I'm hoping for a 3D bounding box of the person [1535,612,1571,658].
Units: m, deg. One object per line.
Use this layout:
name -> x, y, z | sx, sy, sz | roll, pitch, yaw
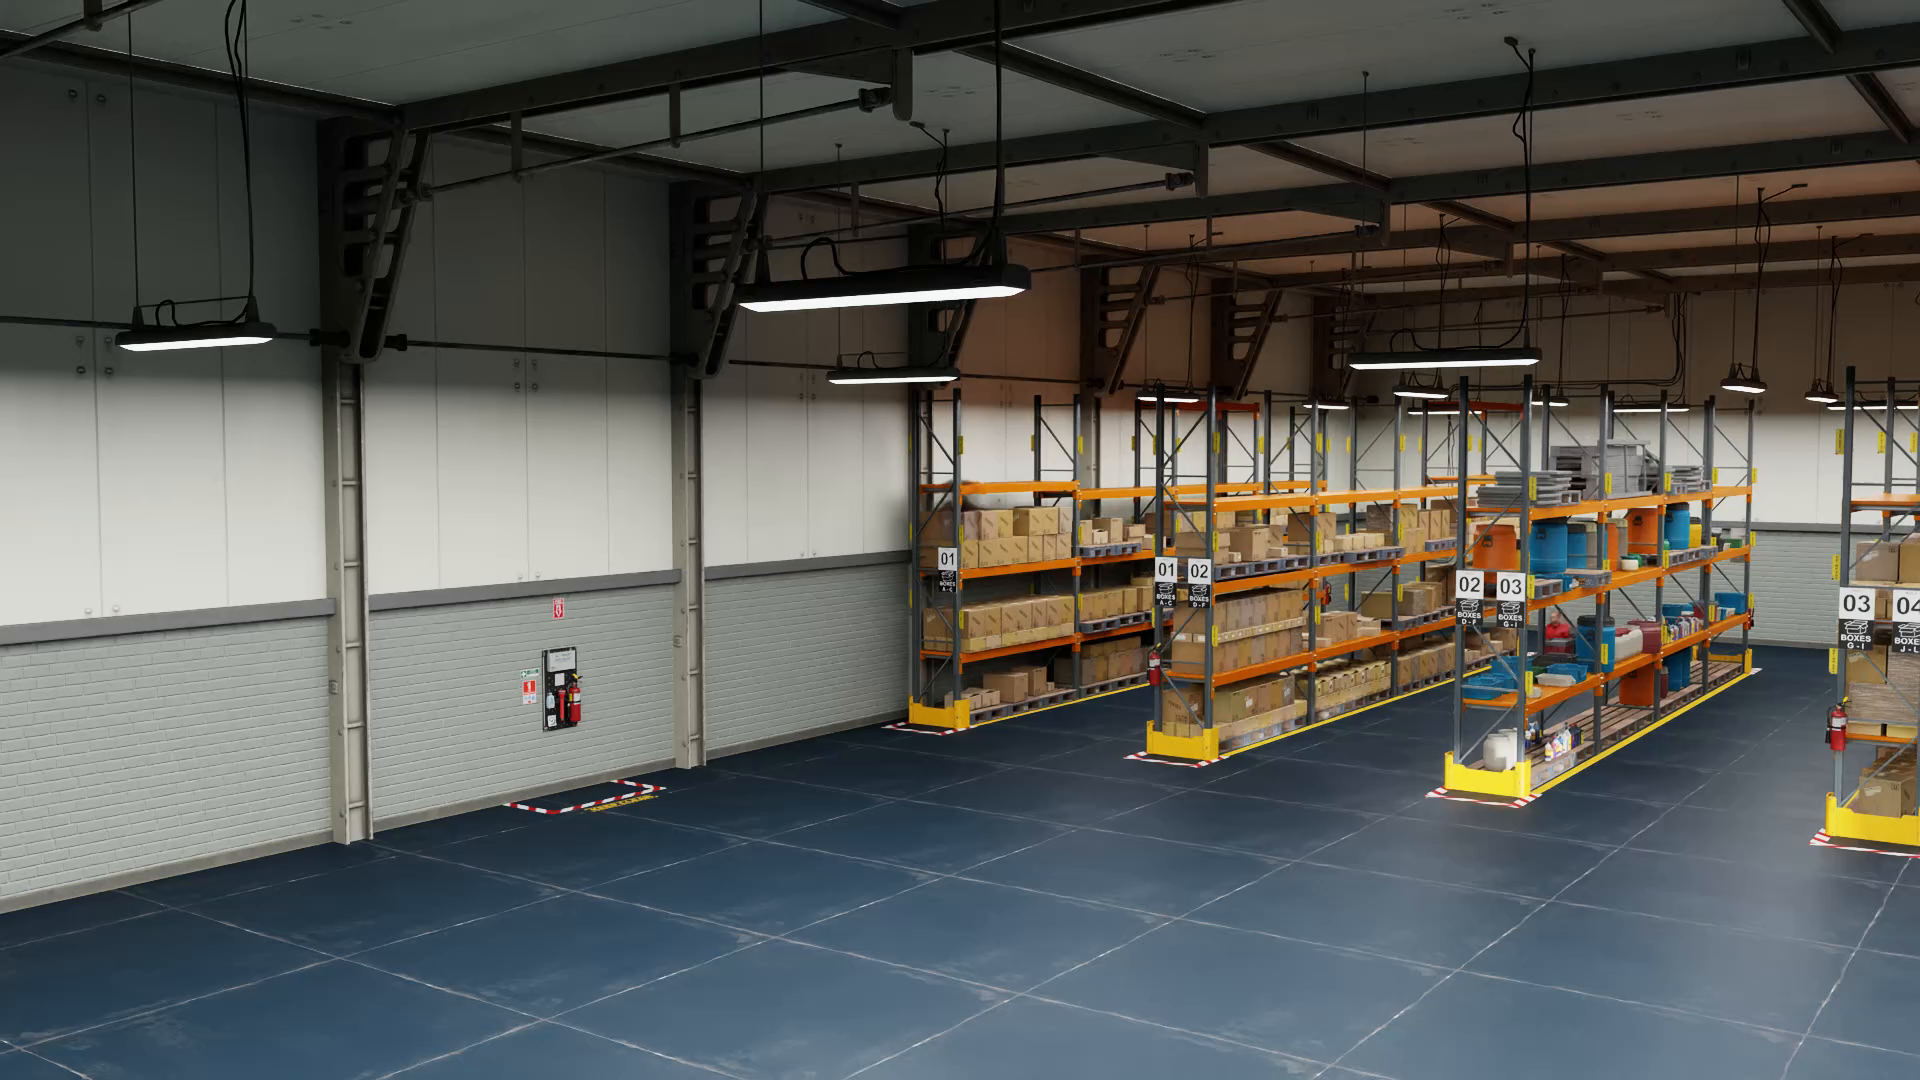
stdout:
person -> 11.848, 2.269, 33.161 | 0.669, 1.673, 1.048 | 2, 4, 36
